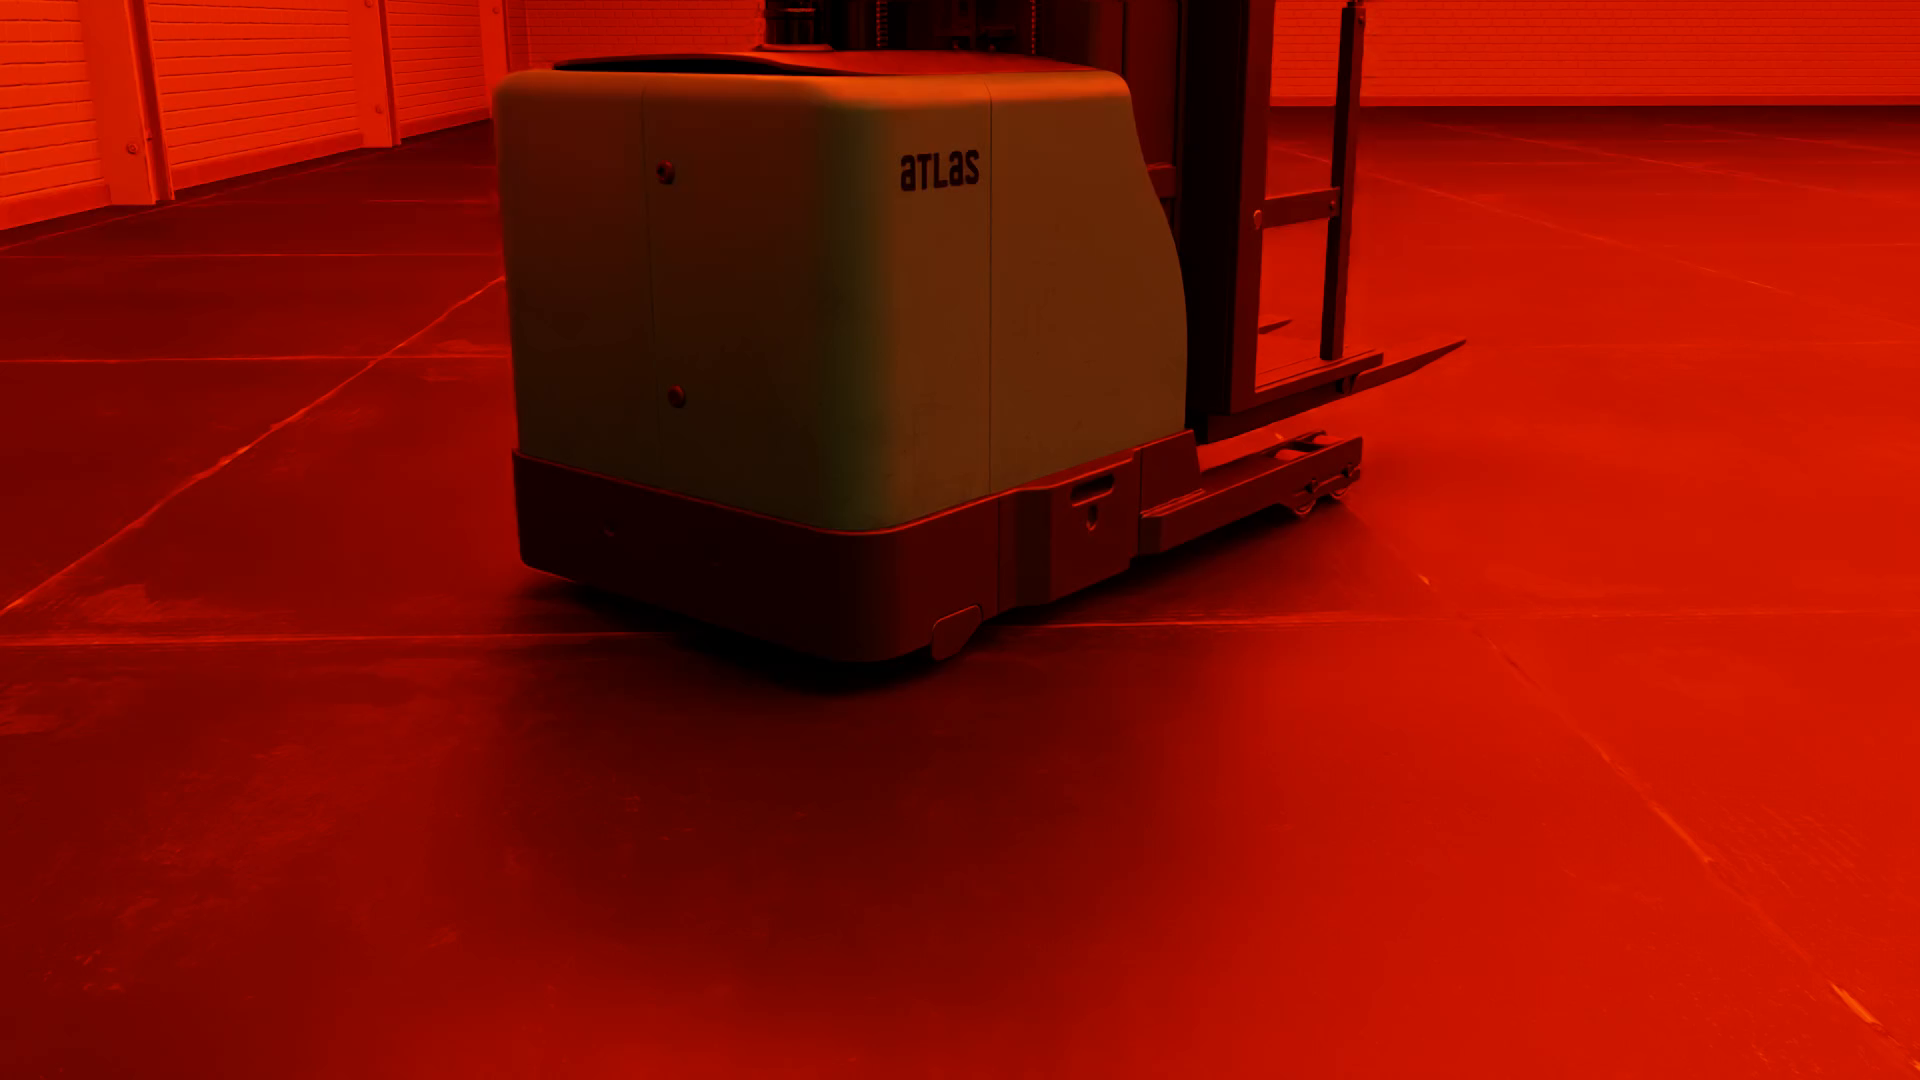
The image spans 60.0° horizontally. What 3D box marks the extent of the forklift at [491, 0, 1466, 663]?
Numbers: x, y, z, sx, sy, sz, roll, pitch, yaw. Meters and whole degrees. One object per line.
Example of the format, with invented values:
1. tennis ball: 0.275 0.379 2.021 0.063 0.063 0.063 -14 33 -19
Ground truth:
1. forklift: 0.380 -1.542 3.947 1.130 2.935 3.031 13 22 37
